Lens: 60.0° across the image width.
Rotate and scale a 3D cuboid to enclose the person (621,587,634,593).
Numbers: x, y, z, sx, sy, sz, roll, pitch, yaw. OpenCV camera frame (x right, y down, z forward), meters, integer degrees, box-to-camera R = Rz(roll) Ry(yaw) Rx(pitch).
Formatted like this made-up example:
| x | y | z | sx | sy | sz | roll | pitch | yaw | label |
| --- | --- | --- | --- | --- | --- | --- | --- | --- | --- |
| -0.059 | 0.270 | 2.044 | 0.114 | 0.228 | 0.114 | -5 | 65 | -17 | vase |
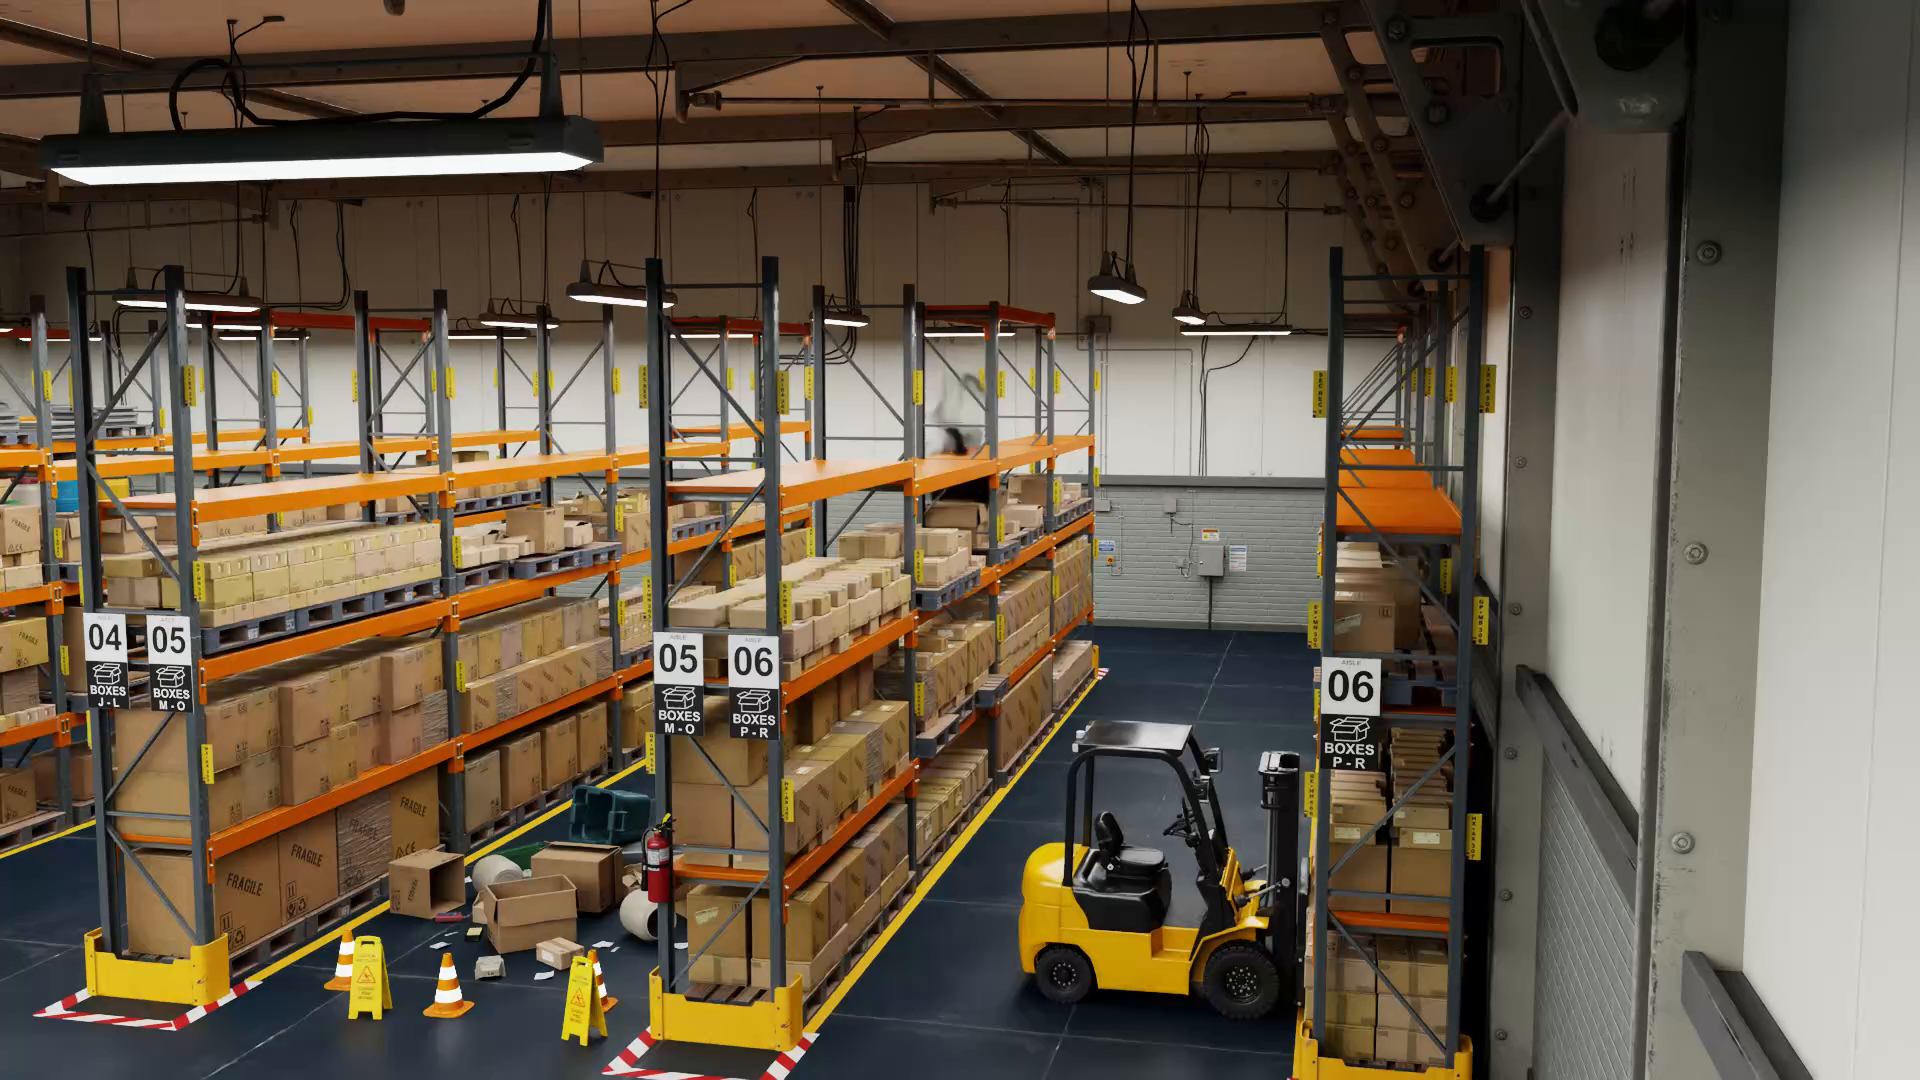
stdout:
| x | y | z | sx | sy | sz | roll | pitch | yaw | label |
| --- | --- | --- | --- | --- | --- | --- | --- | --- | --- |
| -5.357 | 1.573 | 27.368 | 0.619 | 1.622 | 0.801 | 2 | 6 | 23 | person |
